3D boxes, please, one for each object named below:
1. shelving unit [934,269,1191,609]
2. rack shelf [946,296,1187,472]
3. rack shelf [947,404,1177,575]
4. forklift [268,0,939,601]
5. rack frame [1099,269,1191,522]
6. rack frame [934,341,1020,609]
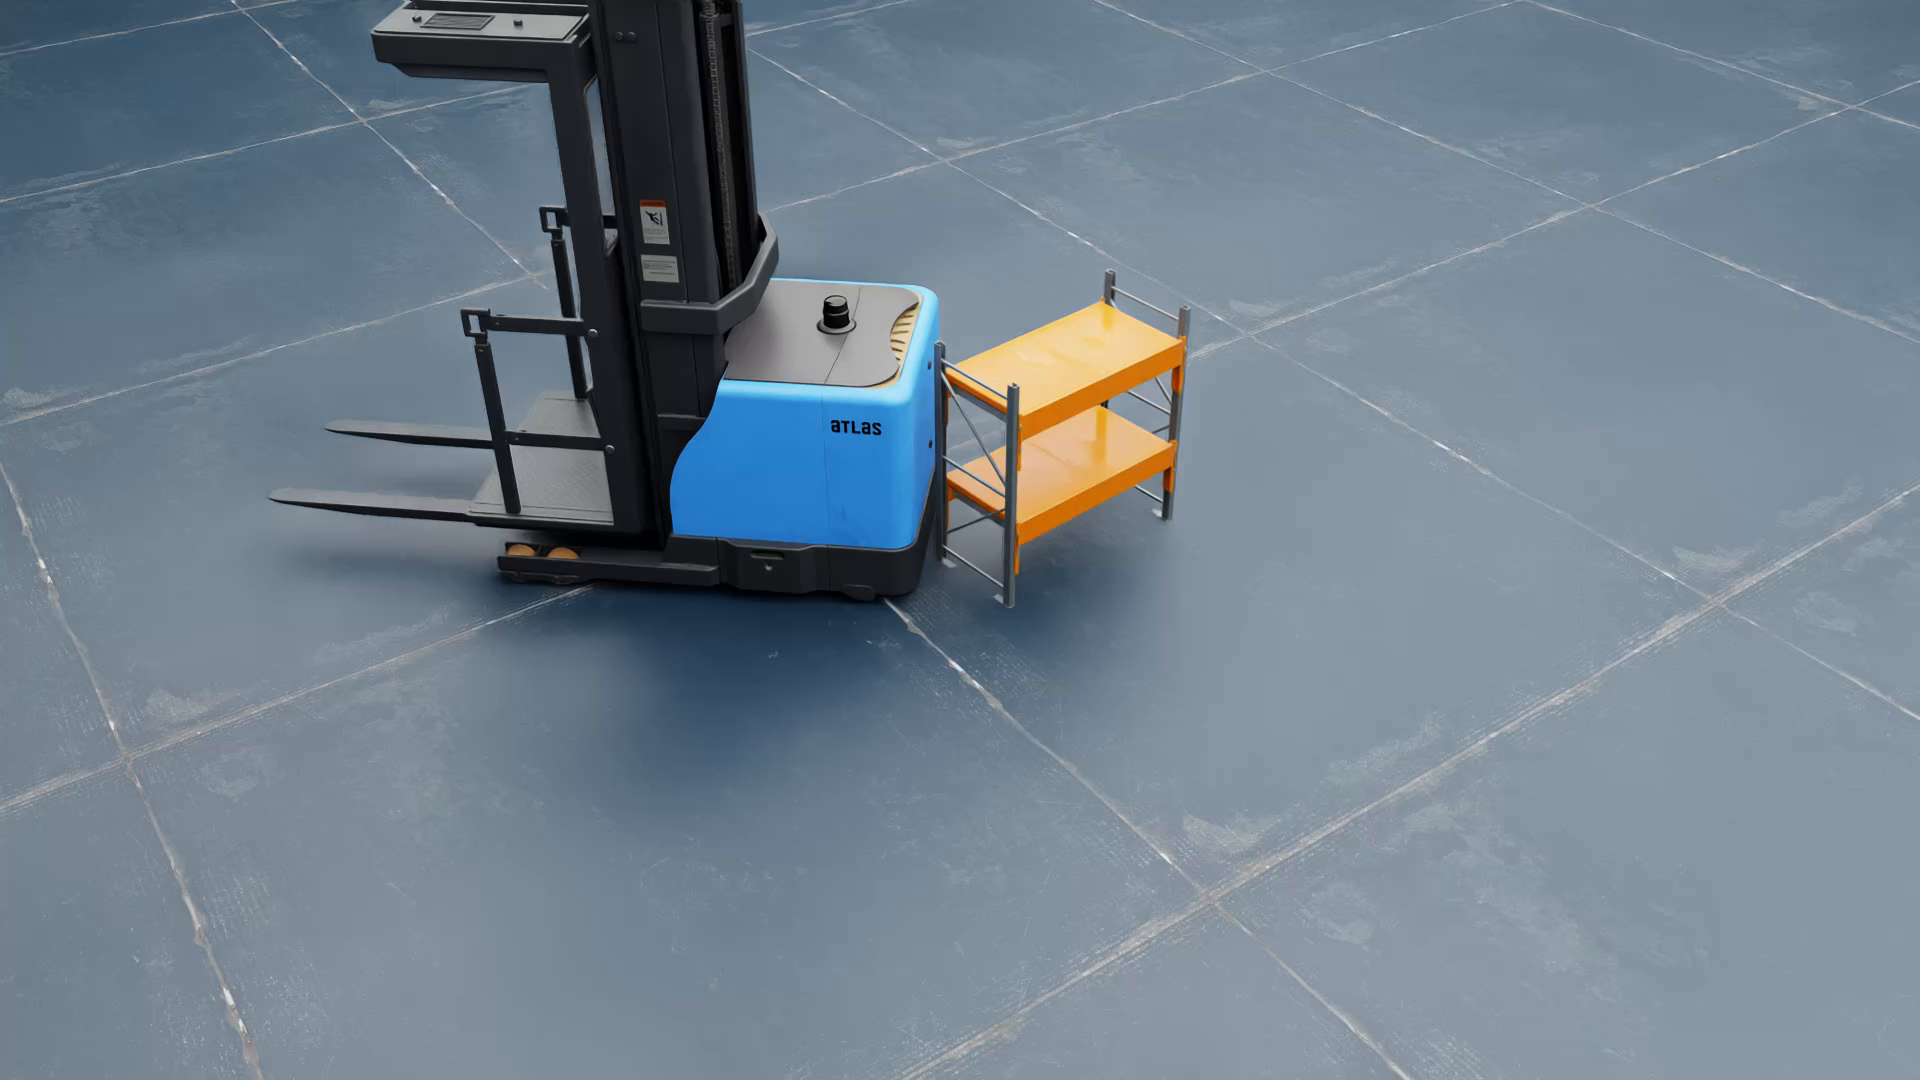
[{"bbox_3d":[0.448,-0.462,7.430,1.048,1.125,0.538,-27,44,-32],"label":"shelving unit"},{"bbox_3d":[0.448,-0.700,7.259,1.000,0.278,0.538,-27,44,-32],"label":"rack shelf"},{"bbox_3d":[0.448,-0.264,7.572,1.000,0.278,0.538,-27,44,-32],"label":"rack shelf"},{"bbox_3d":[-1.638,-1.290,7.033,3.031,2.935,1.130,4,36,6],"label":"forklift"},{"bbox_3d":[0.831,-0.658,7.701,0.032,1.125,0.500,-27,44,-32],"label":"rack frame"},{"bbox_3d":[0.065,-0.267,7.158,0.032,1.125,0.500,-27,44,-32],"label":"rack frame"}]
